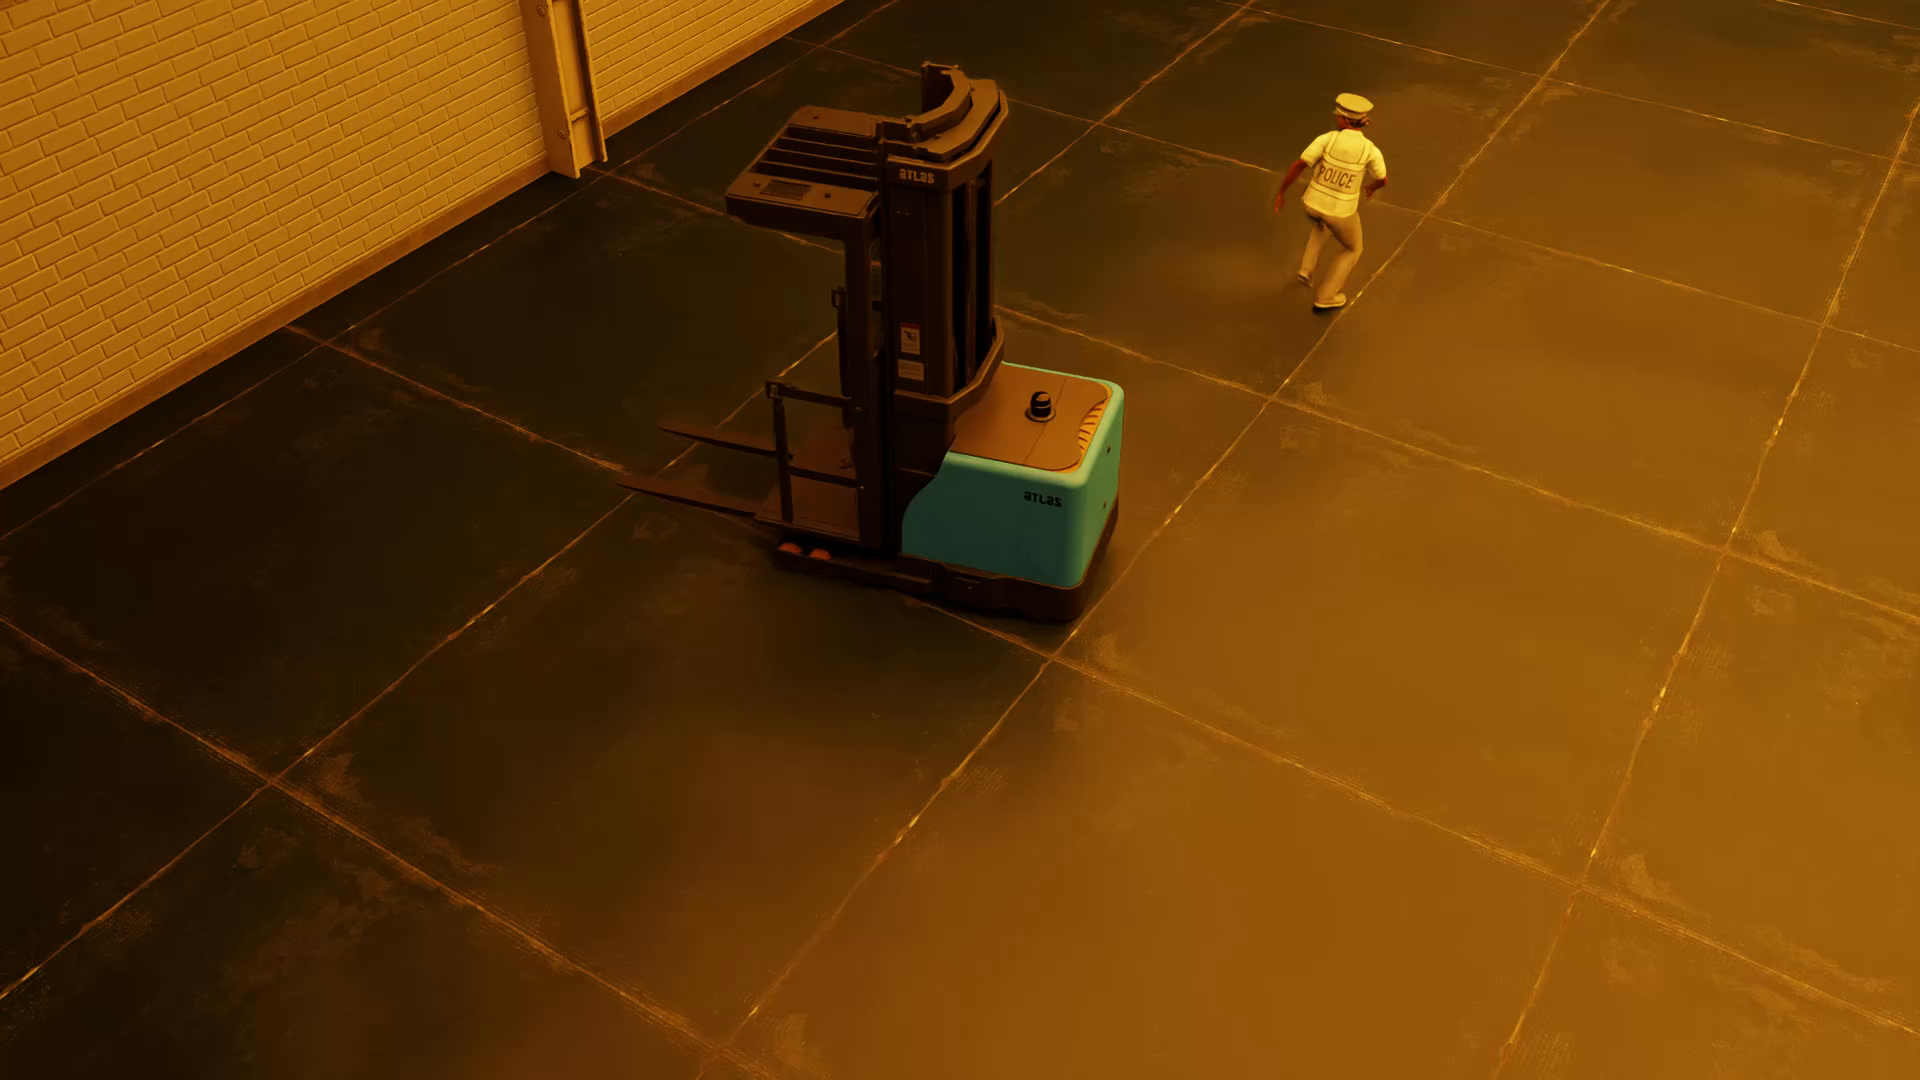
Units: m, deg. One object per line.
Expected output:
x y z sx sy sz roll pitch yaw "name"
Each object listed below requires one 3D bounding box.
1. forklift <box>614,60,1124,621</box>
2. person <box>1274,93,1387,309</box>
-0.609 -1.211 9.396 3.031 2.935 1.130 12 42 14 "forklift"
2.664 -2.395 11.858 0.633 1.613 0.681 26 47 28 "person"
